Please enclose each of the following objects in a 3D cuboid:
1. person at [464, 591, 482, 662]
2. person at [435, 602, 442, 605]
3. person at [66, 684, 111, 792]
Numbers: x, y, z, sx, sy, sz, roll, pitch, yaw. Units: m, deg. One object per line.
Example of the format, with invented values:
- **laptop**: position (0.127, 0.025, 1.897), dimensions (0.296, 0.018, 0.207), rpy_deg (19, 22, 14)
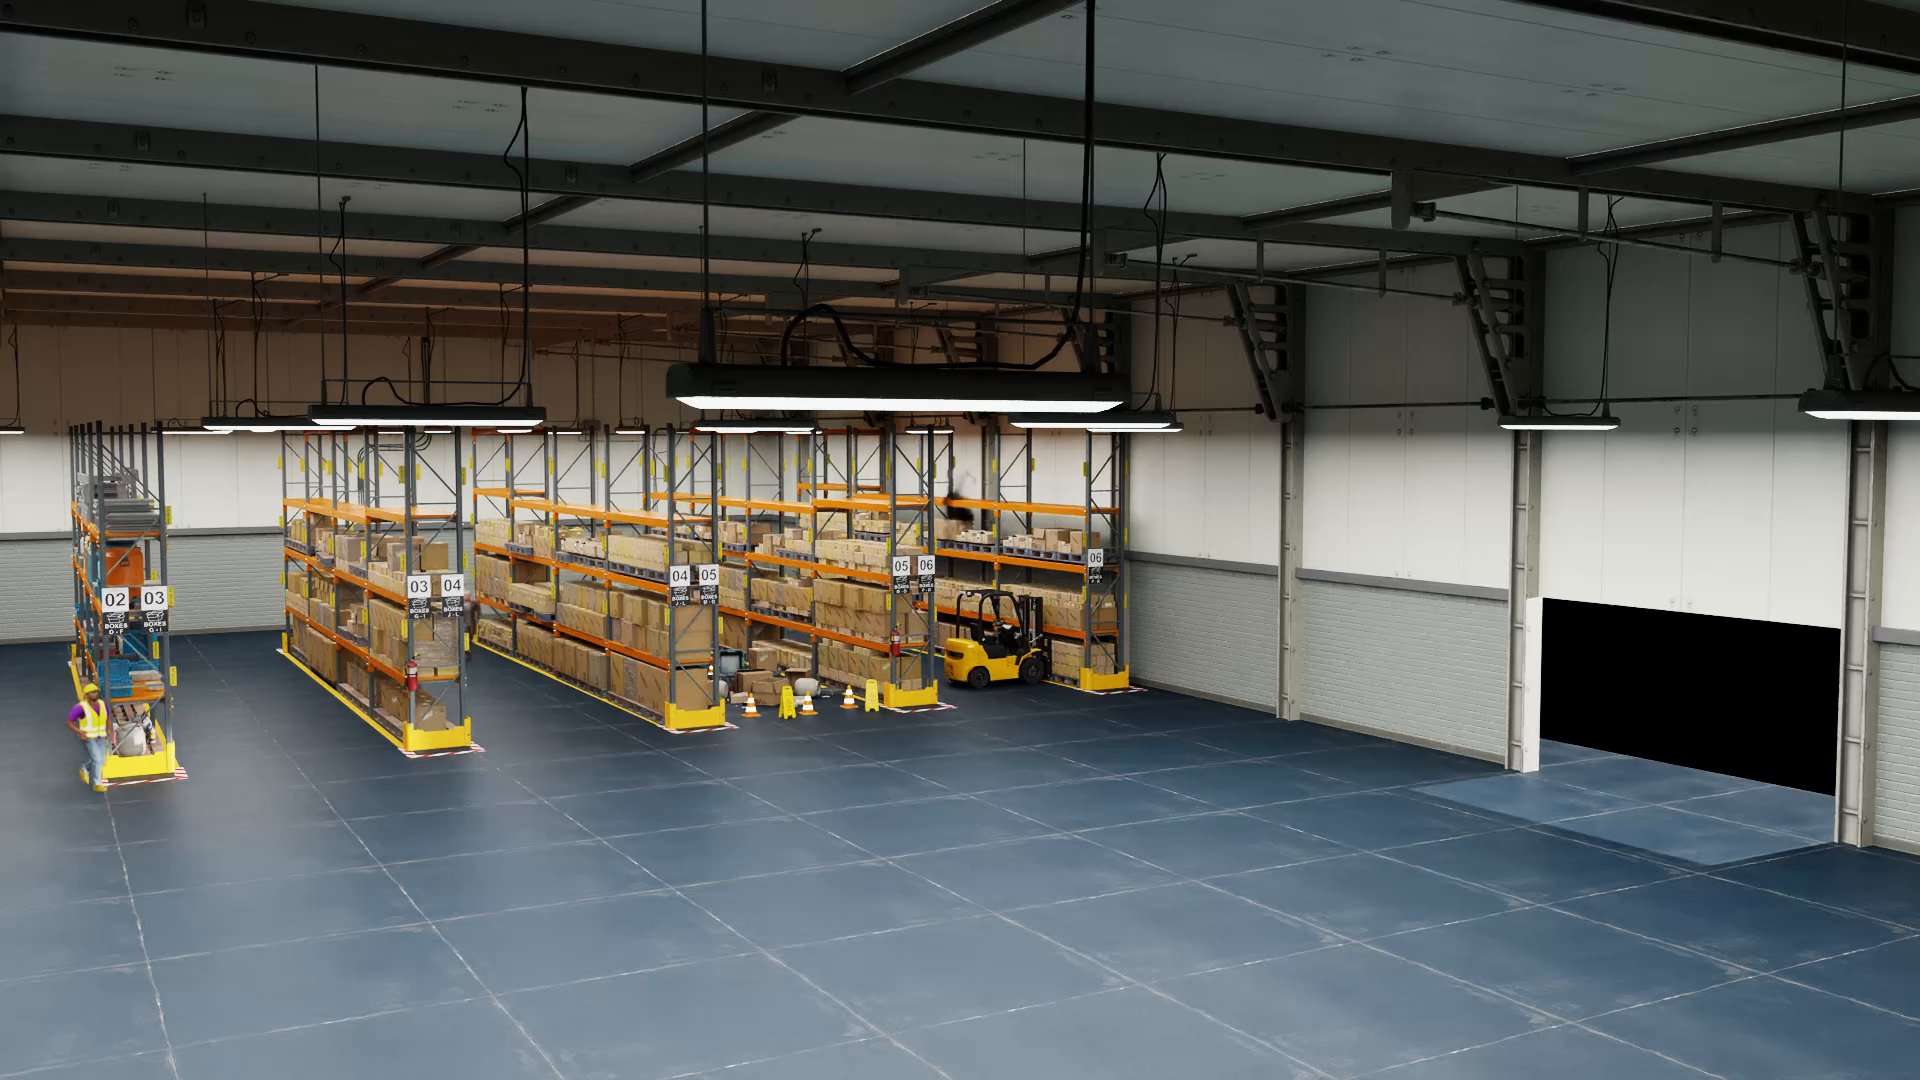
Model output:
- **person**: position (-12.605, 2.220, 42.610), dimensions (0.691, 1.840, 0.832), rpy_deg (-2, 4, -31)
- **person**: position (-13.560, 2.129, 44.001), dimensions (0.683, 1.825, 0.786), rpy_deg (-2, 4, -25)
- **person**: position (-14.085, 3.186, 26.956), dimensions (0.720, 1.720, 0.718), rpy_deg (2, 4, 26)
